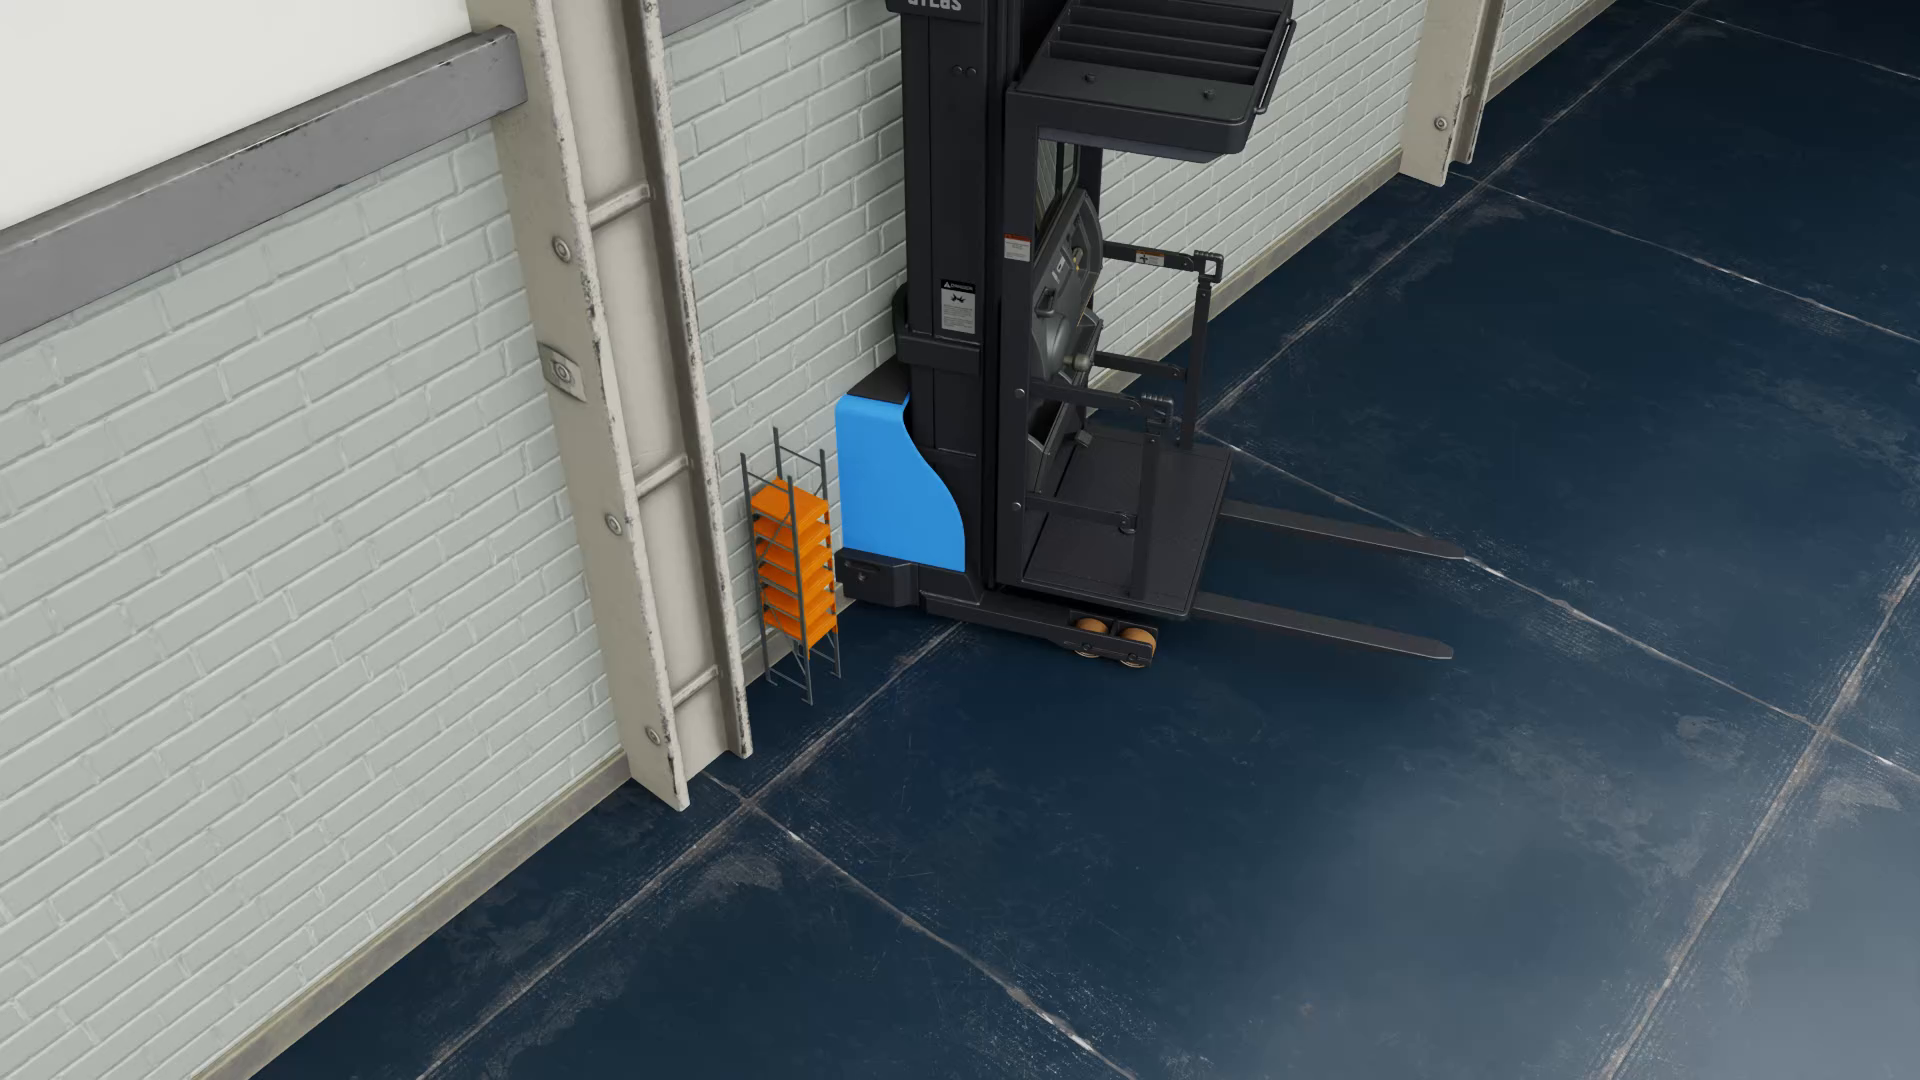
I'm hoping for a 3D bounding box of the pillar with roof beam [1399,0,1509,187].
[{"bbox_3d":[6.105,-3.692,4.804,9.100,9.000,0.400,29,50,28],"label":"pillar with roof beam"}]

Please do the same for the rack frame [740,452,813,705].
[{"bbox_3d":[-0.694,0.175,6.348,0.240,1.200,0.006,25,48,25],"label":"rack frame"}]

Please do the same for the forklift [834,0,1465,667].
[{"bbox_3d":[0.599,-0.961,6.311,3.031,2.935,1.130,12,44,12],"label":"forklift"}]

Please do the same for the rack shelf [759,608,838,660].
[{"bbox_3d":[-0.641,0.335,6.595,0.258,0.103,0.180,25,48,25],"label":"rack shelf"}]

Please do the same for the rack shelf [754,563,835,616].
[{"bbox_3d":[-0.641,0.158,6.433,0.258,0.103,0.180,25,48,25],"label":"rack shelf"}]

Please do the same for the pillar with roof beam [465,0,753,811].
[{"bbox_3d":[2.244,-0.603,1.406,9.100,9.000,0.400,29,50,28],"label":"pillar with roof beam"}]

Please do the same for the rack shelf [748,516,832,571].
[{"bbox_3d":[-0.641,-0.020,6.272,0.258,0.103,0.180,25,48,25],"label":"rack shelf"}]

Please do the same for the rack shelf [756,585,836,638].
[{"bbox_3d":[-0.641,0.246,6.514,0.258,0.103,0.180,25,48,25],"label":"rack shelf"}]

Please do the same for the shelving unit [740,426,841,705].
[{"bbox_3d":[-0.641,0.125,6.403,0.258,1.200,0.189,25,48,25],"label":"shelving unit"}]

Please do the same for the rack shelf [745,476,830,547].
[{"bbox_3d":[-0.641,-0.109,6.191,0.258,0.103,0.180,25,48,25],"label":"rack shelf"}]

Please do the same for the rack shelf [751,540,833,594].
[{"bbox_3d":[-0.641,0.069,6.352,0.258,0.103,0.180,25,48,25],"label":"rack shelf"}]

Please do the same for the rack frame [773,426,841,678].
[{"bbox_3d":[-0.588,0.074,6.458,0.240,1.200,0.006,25,48,25],"label":"rack frame"}]
